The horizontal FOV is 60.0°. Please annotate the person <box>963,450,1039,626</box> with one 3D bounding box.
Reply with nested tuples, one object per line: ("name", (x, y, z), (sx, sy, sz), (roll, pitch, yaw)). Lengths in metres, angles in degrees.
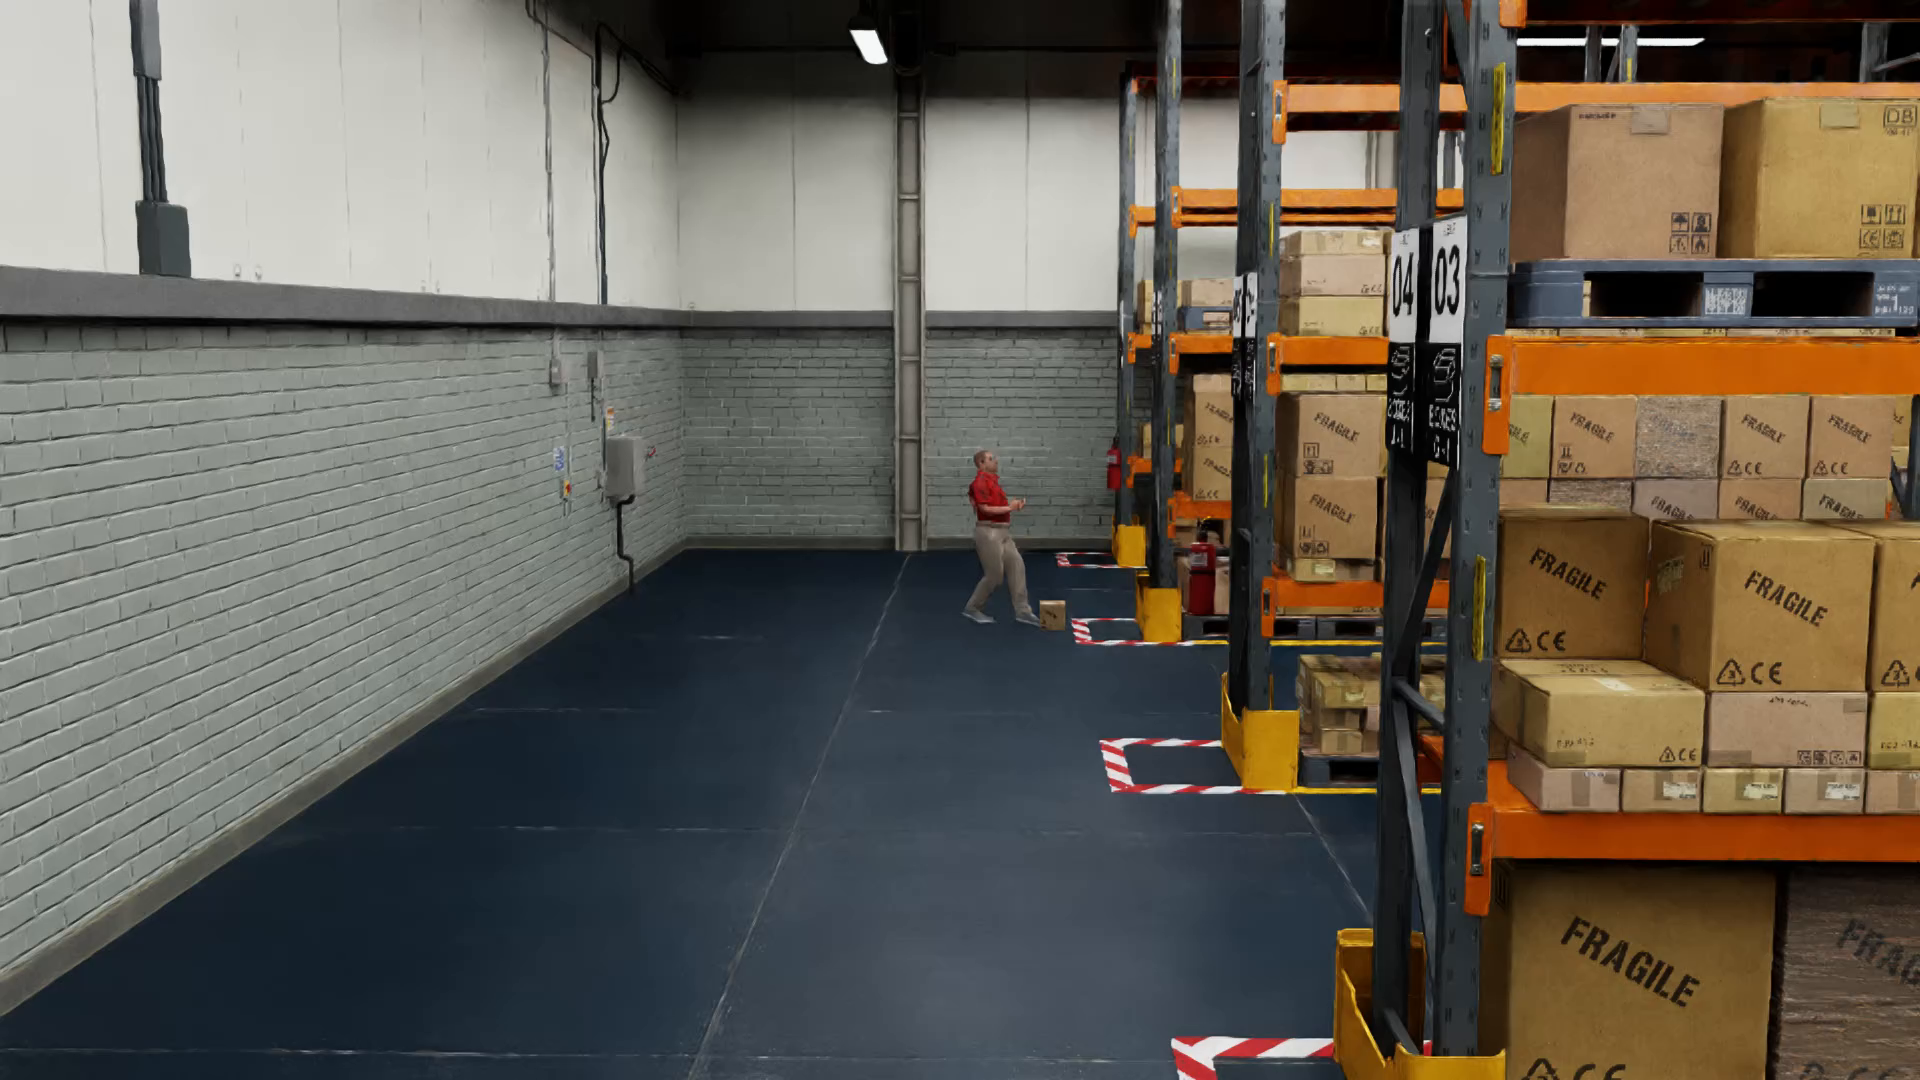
("person", (0.402, -0.012, 16.006), (0.854, 1.711, 0.622), (3, 8, 20))
